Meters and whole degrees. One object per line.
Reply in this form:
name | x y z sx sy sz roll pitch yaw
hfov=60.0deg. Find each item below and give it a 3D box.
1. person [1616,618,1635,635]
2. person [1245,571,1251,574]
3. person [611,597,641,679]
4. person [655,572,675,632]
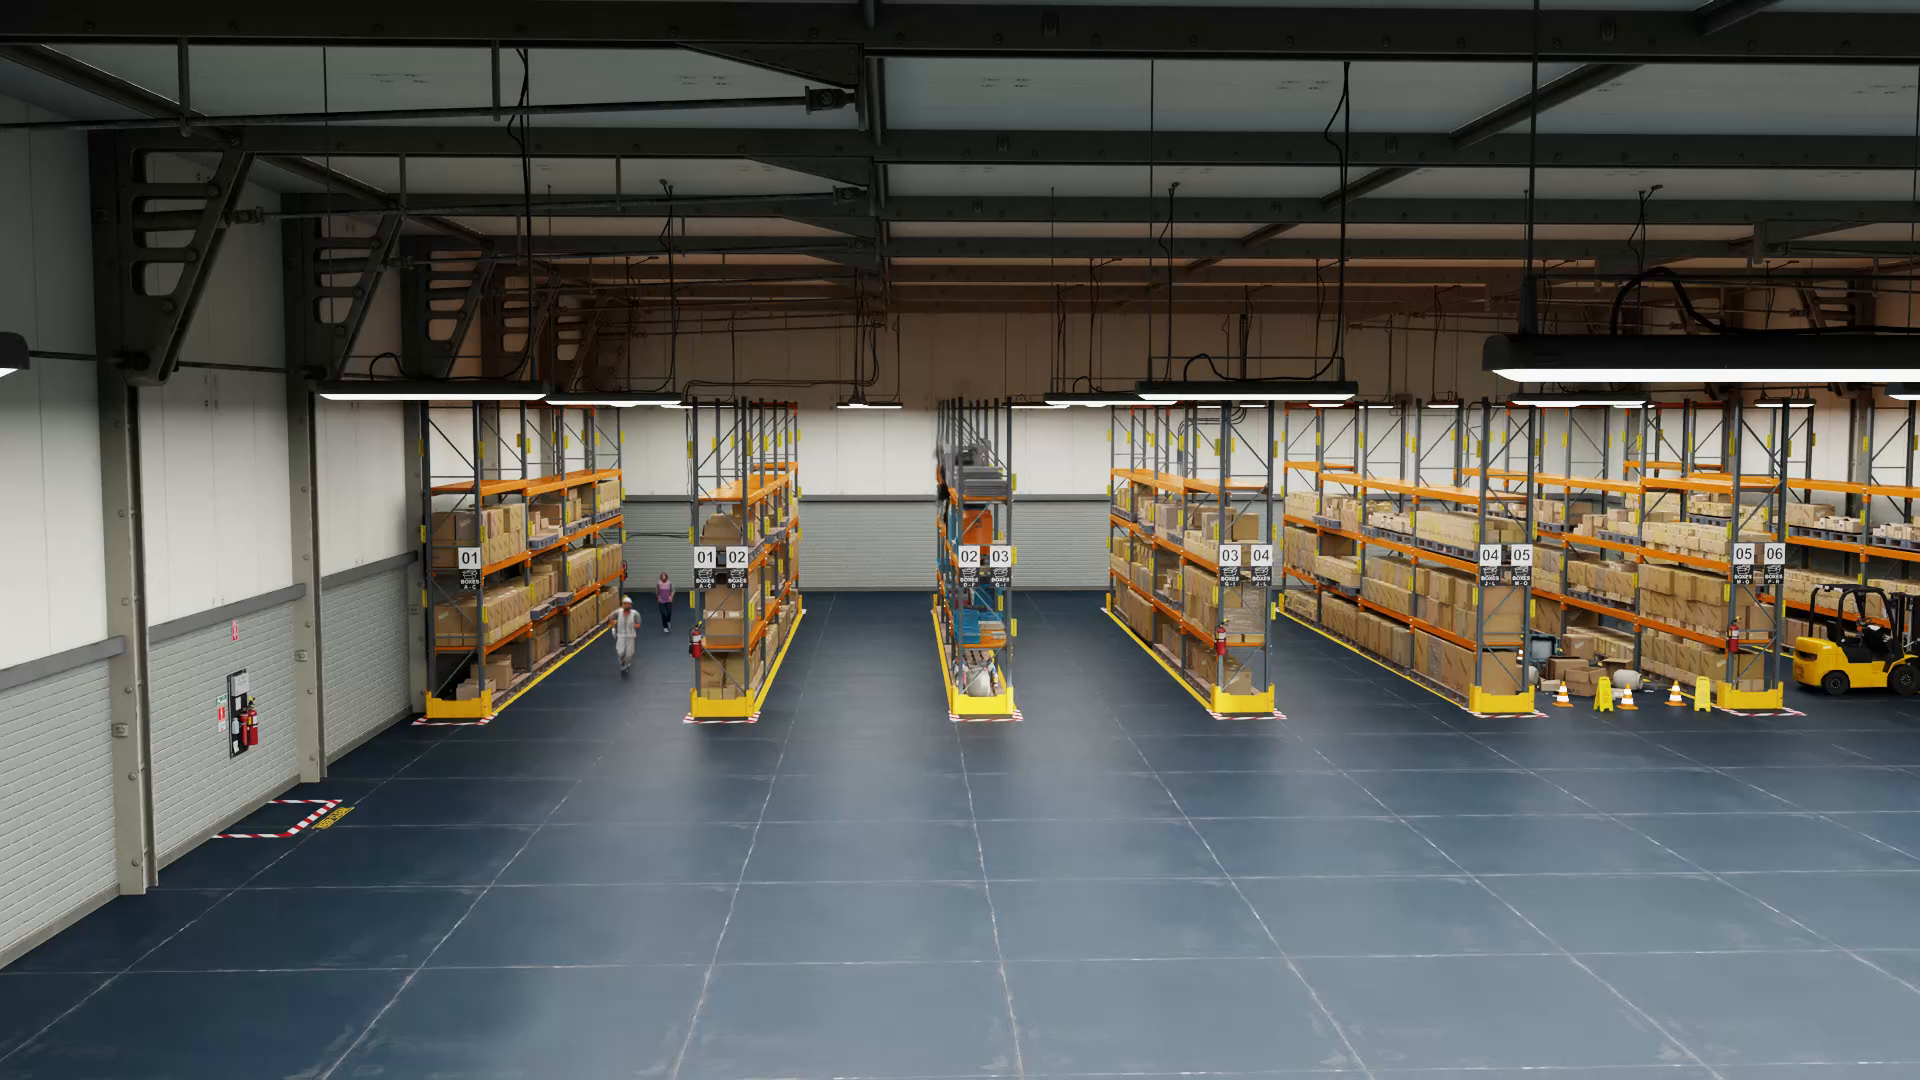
person | 16.439 1.728 40.975 0.535 1.737 0.843 -1 4 -7
person | 7.992 1.288 45.886 0.717 1.812 0.848 0 4 3
person | -7.128 2.093 35.506 0.647 1.751 0.735 -1 4 -11
person | -7.633 1.617 43.024 0.510 1.556 0.519 -1 4 -10
